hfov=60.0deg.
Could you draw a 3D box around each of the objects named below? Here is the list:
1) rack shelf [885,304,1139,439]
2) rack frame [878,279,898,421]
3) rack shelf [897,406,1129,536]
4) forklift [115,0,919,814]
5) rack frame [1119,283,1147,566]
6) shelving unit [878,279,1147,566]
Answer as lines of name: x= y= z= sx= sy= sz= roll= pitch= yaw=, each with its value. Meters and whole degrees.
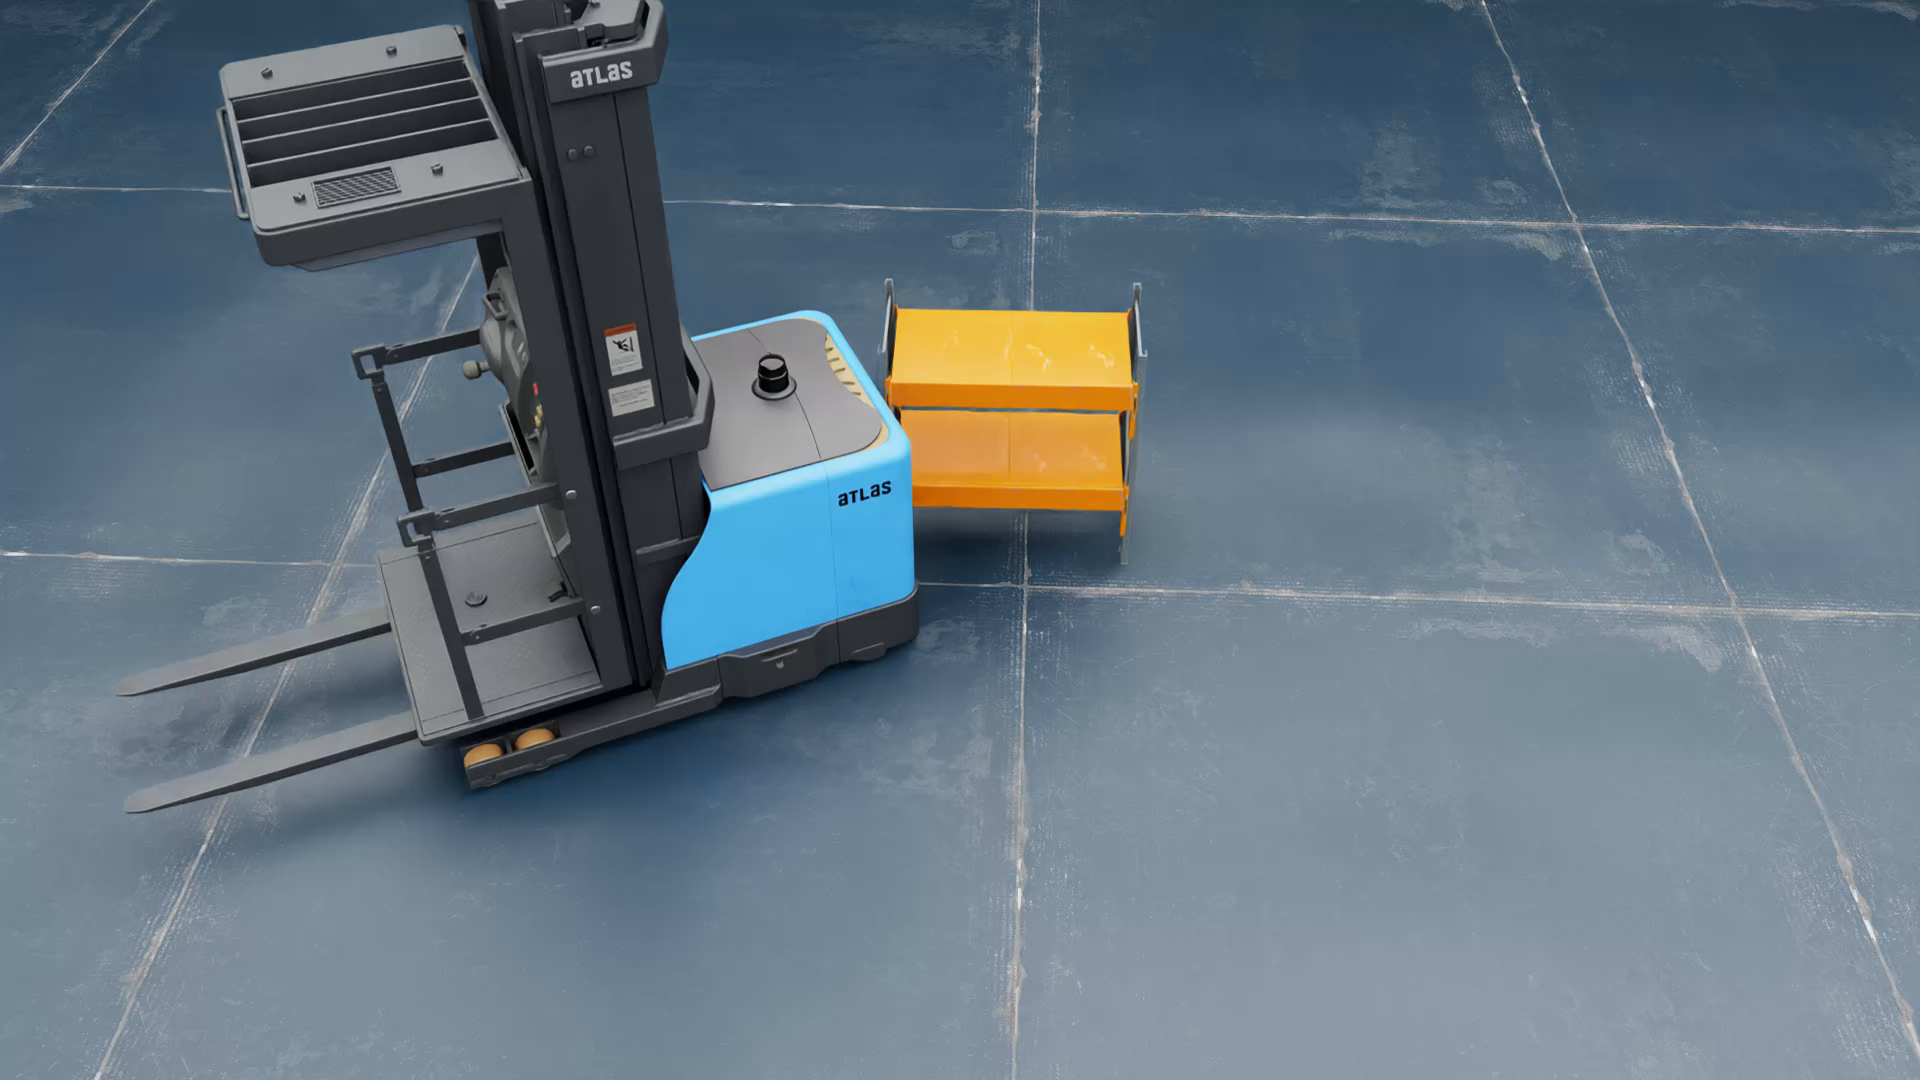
rack shelf: x=0.211 y=-0.696 z=6.828 sx=1.000 sy=0.278 sz=0.538 roll=1 pitch=43 yaw=1
rack frame: x=-0.298 y=-0.493 z=7.039 sx=0.032 sy=1.125 sz=0.500 roll=1 pitch=43 yaw=1
rack shelf: x=0.211 y=-0.303 z=7.194 sx=1.000 sy=0.278 sz=0.538 roll=1 pitch=43 yaw=1
forklift: x=-1.734 y=-0.547 z=5.772 sx=3.031 sy=2.935 sz=1.130 roll=-16 pitch=45 yaw=-17
rack frame: x=0.719 y=-0.471 z=7.016 sx=0.032 sy=1.125 sz=0.500 roll=1 pitch=43 yaw=1
shelving unit: x=0.211 y=-0.482 z=7.027 sx=1.048 sy=1.125 sz=0.538 roll=1 pitch=43 yaw=1
